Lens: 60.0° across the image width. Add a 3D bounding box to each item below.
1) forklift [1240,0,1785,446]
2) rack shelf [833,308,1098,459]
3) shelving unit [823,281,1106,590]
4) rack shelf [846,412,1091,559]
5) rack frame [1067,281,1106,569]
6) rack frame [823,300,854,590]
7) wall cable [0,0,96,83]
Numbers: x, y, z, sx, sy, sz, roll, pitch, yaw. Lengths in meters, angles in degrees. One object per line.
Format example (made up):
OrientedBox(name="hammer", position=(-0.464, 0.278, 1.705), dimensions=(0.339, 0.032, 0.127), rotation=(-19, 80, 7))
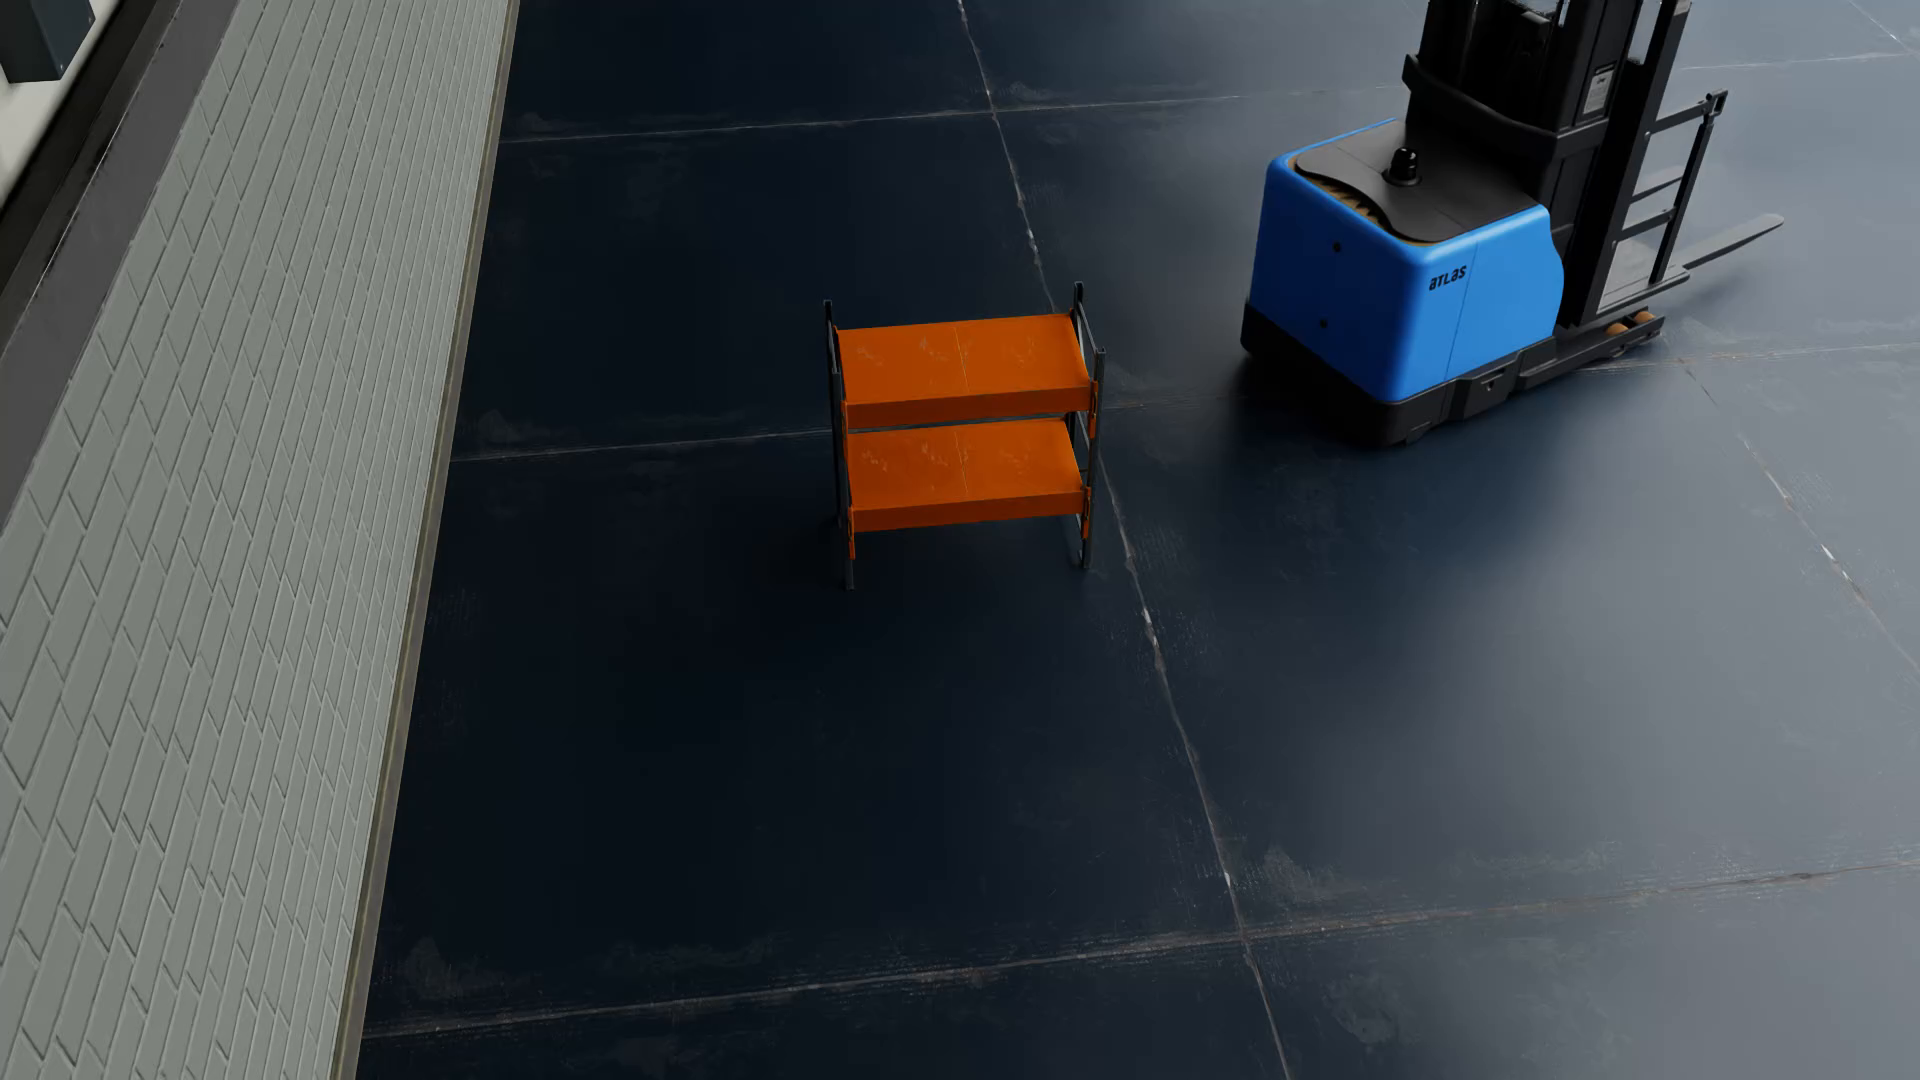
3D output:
OrientedBox(name="forklift", position=(2.909, -2.274, 7.583), dimensions=(3.031, 2.935, 1.130), rotation=(-23, 47, -23))
OrientedBox(name="rack shelf", position=(0.007, -0.636, 6.678), dimensions=(1.000, 0.278, 0.538), rotation=(-5, 42, -6))
OrientedBox(name="shelving unit", position=(0.007, -0.418, 6.874), dimensions=(1.048, 1.125, 0.538), rotation=(-5, 42, -6))
OrientedBox(name="rack shelf", position=(0.007, -0.237, 7.038), dimensions=(1.000, 0.278, 0.538), rotation=(-5, 42, -6))
OrientedBox(name="rack frame", position=(0.511, -0.462, 6.923), dimensions=(0.032, 1.125, 0.500), rotation=(-5, 42, -6))
OrientedBox(name="rack frame", position=(-0.497, -0.374, 6.825), dimensions=(0.032, 1.125, 0.500), rotation=(-5, 42, -6))
OrientedBox(name="wall cable", position=(-2.114, -3.976, 2.400), dimensions=(0.169, 6.003, 2.305), rotation=(-5, 42, -6))
